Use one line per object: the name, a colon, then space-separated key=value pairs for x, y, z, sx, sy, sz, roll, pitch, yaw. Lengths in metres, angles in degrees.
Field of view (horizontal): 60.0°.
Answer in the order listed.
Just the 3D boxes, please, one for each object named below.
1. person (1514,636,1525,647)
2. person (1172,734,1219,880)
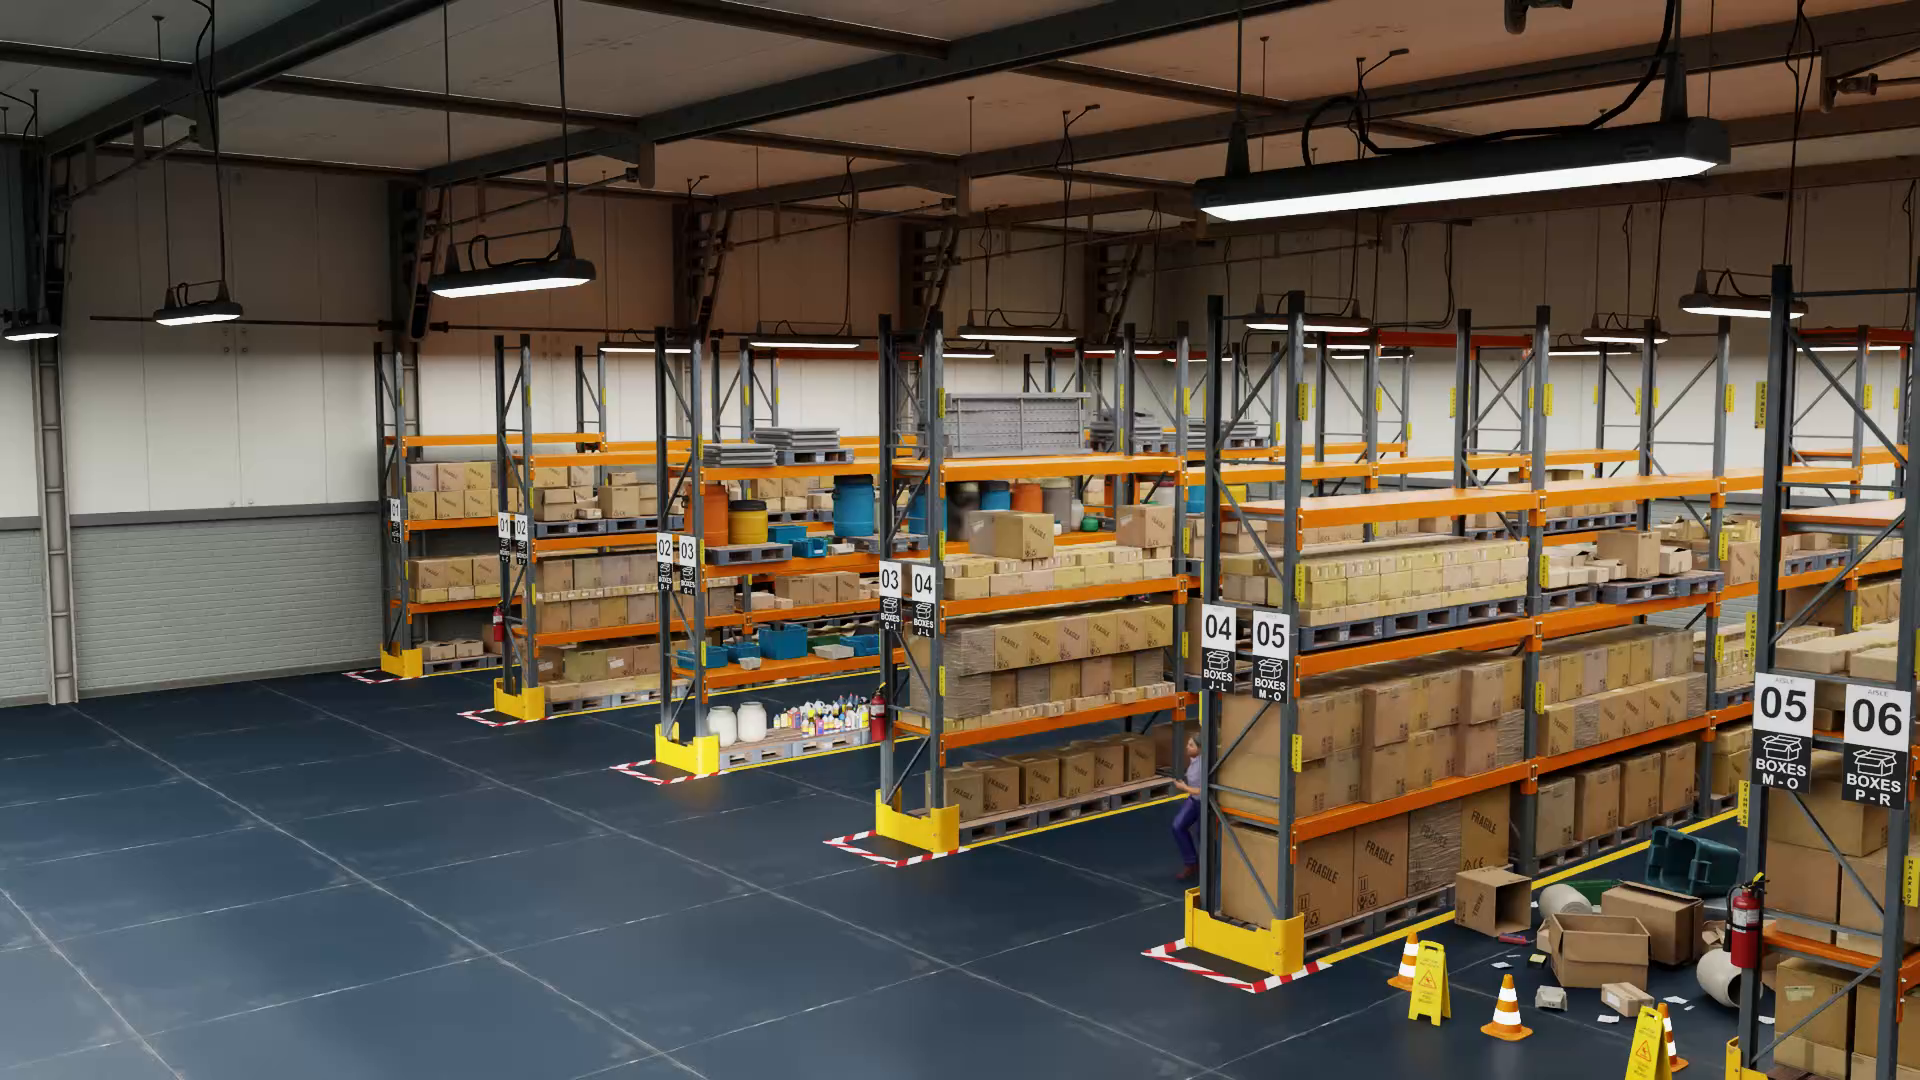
person: x=8.395 y=2.125 z=24.487 sx=0.896 sy=1.687 sz=0.592 roll=-4 pitch=6 yaw=-34
person: x=2.543 y=2.783 z=17.509 sx=0.664 sy=1.568 sz=0.738 roll=-2 pitch=6 yaw=-24
